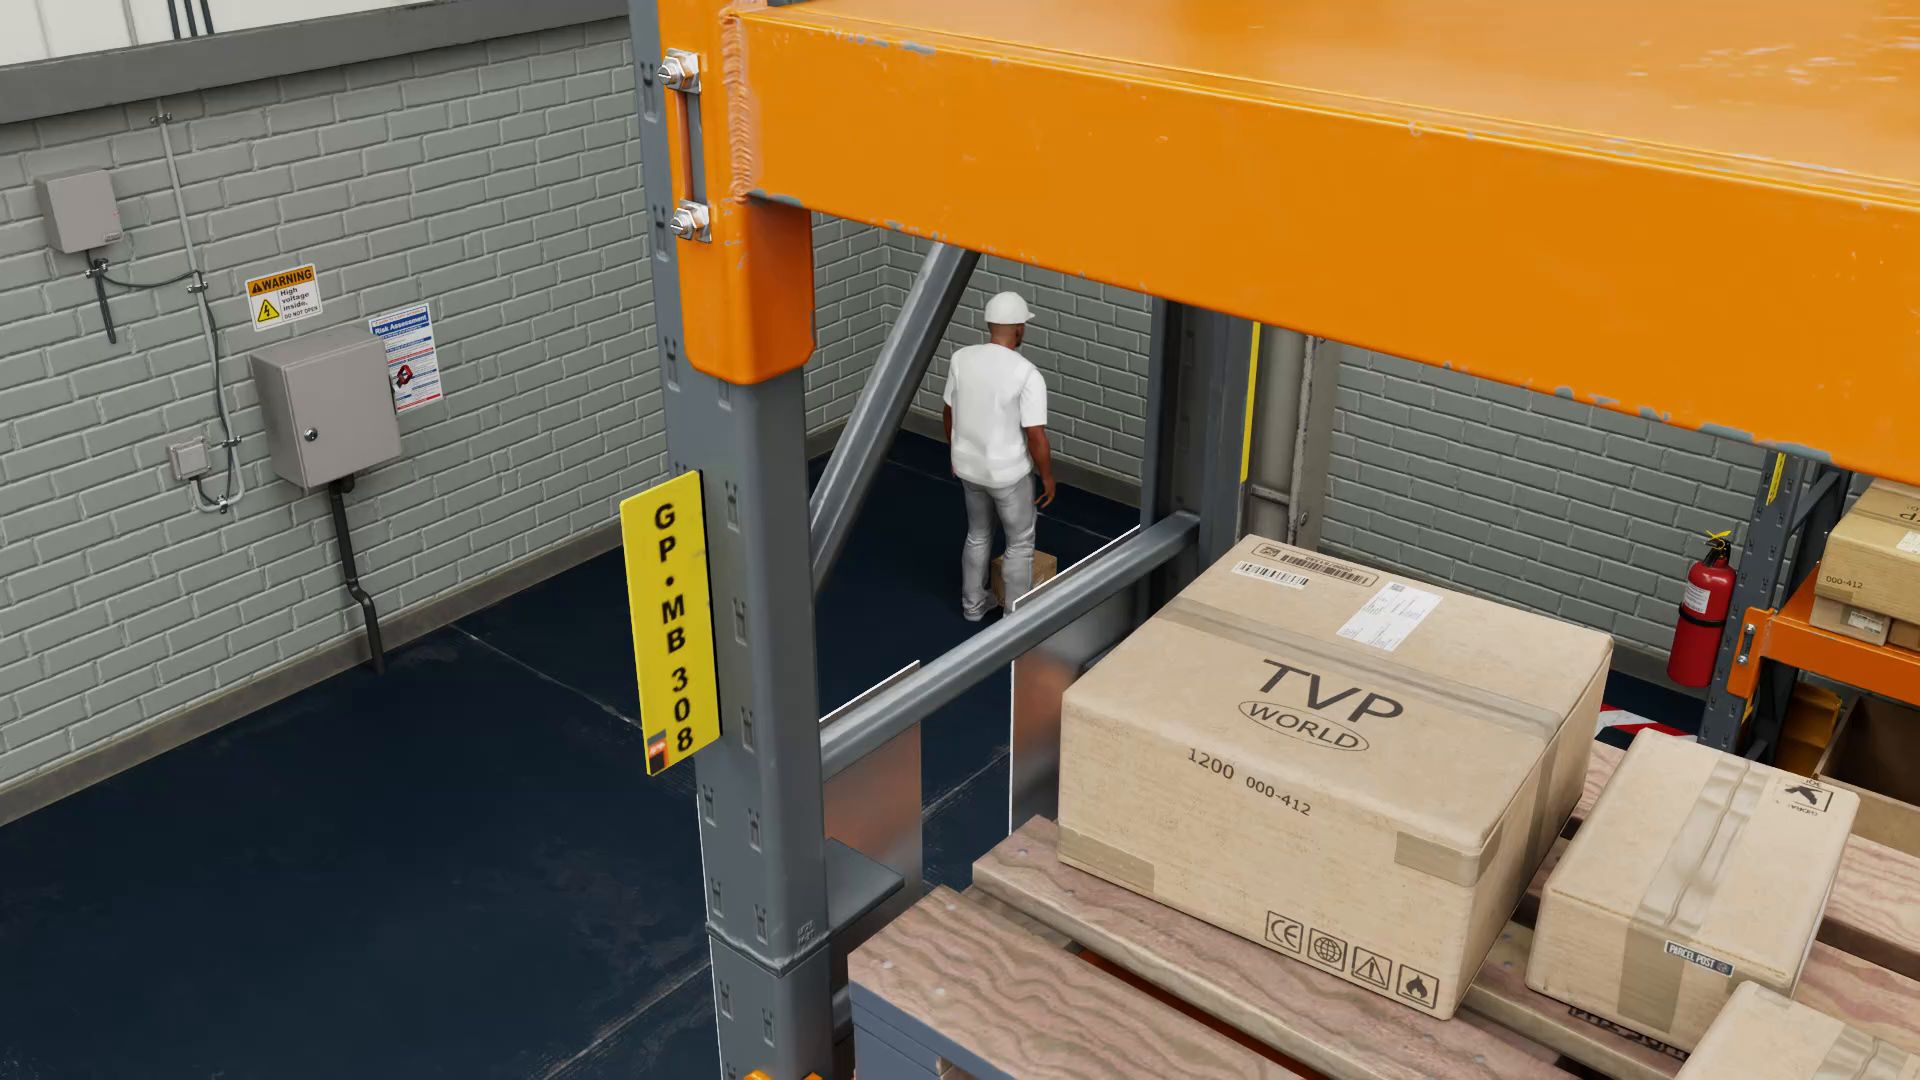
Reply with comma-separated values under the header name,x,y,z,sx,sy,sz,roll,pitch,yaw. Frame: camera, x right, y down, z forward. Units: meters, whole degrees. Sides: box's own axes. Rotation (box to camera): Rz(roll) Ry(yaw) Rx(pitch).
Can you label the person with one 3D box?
name,x,y,z,sx,sy,sz,roll,pitch,yaw
person,0.204,-0.378,8.334,0.634,1.760,0.463,20,33,34
